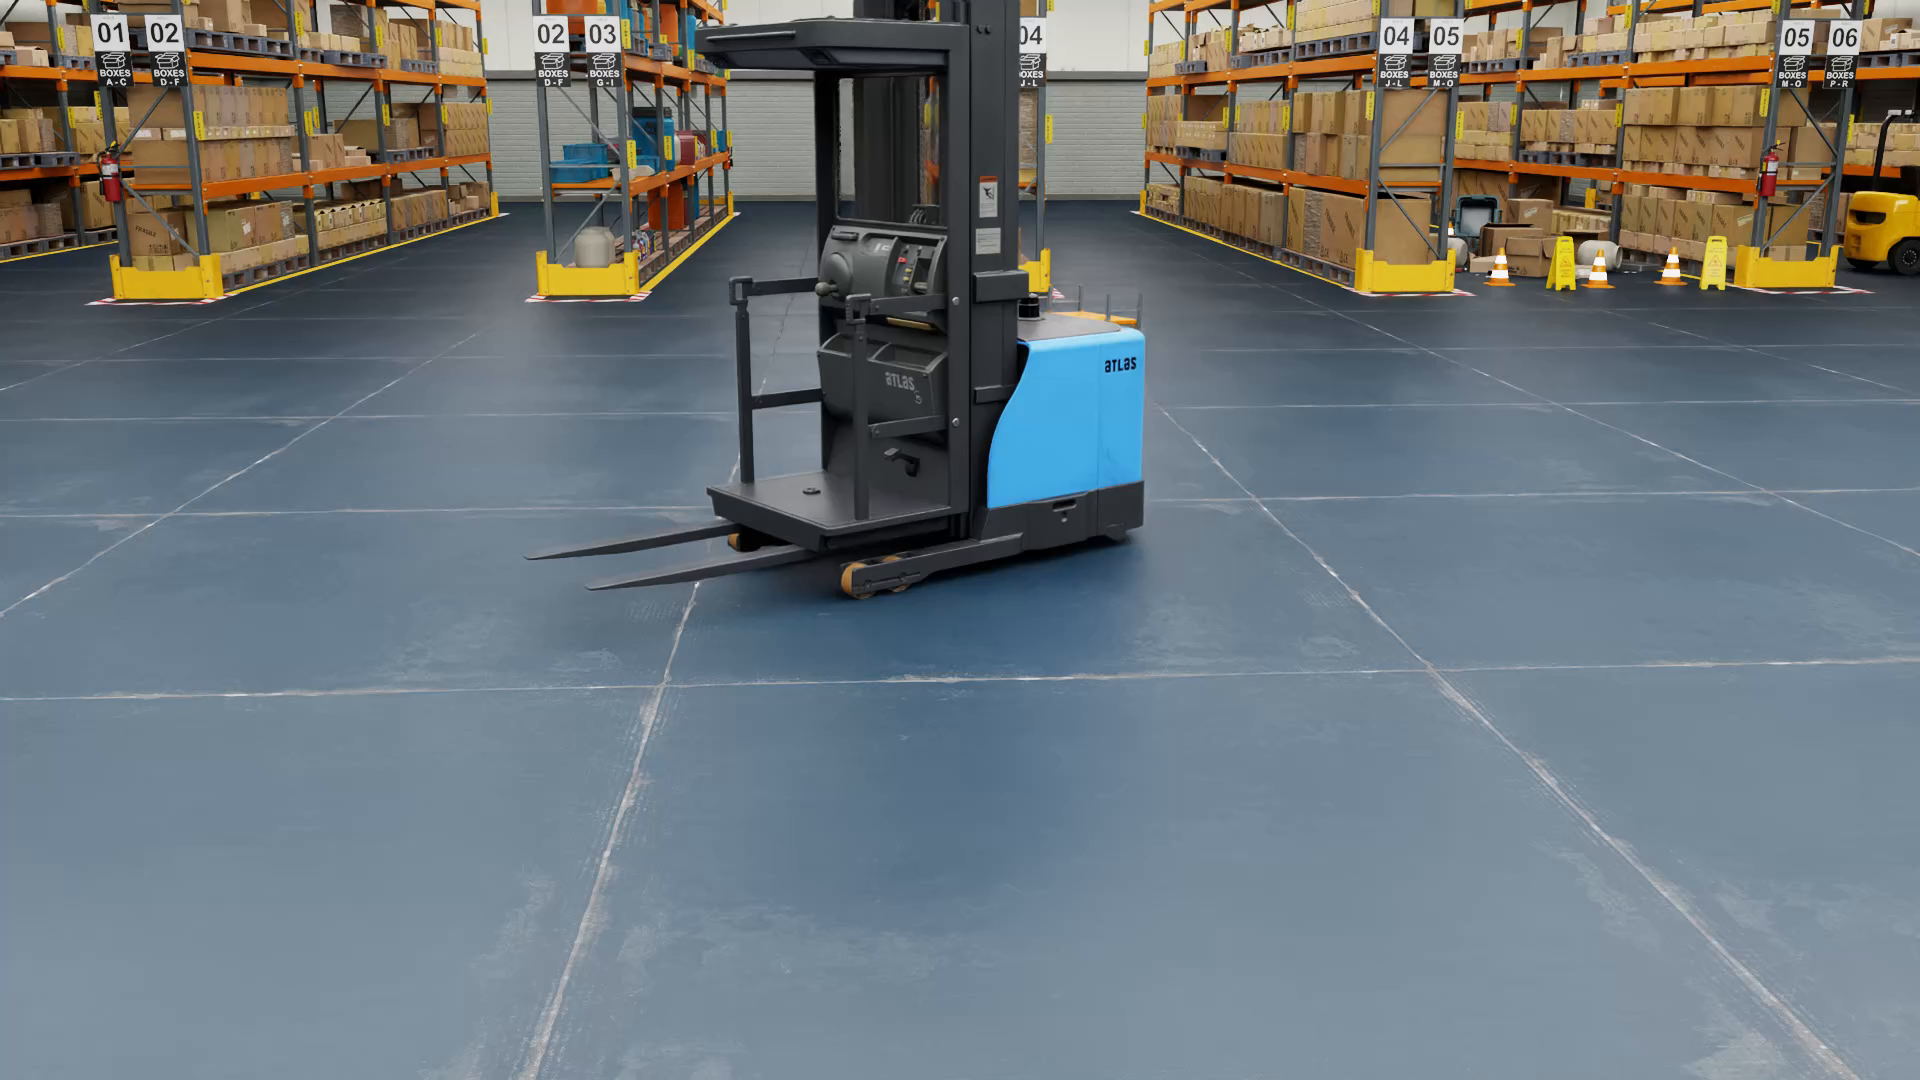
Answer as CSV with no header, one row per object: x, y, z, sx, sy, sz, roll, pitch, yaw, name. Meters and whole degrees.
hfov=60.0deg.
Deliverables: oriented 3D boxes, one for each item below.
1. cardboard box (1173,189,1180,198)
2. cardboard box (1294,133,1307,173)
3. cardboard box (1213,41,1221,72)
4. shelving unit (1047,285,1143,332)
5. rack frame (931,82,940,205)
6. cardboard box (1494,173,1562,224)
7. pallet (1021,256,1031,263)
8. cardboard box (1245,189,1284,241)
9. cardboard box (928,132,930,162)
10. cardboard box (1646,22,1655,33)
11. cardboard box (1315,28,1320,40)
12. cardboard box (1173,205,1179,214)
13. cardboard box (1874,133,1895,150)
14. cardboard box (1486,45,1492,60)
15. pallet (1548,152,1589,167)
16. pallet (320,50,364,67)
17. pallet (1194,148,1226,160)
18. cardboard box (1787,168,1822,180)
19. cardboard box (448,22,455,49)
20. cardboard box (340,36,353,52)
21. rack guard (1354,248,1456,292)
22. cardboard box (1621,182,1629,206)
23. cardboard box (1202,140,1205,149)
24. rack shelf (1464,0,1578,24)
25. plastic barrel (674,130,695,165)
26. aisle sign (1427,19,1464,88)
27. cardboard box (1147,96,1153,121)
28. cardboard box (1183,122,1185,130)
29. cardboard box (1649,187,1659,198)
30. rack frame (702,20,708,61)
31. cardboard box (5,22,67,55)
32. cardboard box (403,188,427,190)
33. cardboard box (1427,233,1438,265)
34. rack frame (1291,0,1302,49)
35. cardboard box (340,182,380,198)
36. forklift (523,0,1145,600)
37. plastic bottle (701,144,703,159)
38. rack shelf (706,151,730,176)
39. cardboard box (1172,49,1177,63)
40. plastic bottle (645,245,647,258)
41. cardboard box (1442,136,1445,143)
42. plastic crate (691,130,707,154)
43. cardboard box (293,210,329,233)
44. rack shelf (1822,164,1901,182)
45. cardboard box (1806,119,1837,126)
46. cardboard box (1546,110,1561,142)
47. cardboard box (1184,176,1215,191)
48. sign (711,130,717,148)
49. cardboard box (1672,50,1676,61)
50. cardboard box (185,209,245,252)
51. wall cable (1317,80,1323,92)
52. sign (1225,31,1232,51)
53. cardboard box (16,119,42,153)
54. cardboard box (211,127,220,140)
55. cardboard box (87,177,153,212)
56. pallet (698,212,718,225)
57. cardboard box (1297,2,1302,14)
4.389,-6.784,32.559,0.380,0.149,0.250,-1,14,-3,cardboard box
5.257,-5.518,23.650,0.875,0.550,0.550,-1,14,-3,cardboard box
4.641,-8.295,28.524,0.500,0.500,0.500,-1,14,-3,cardboard box
0.701,-0.758,9.042,0.258,1.200,0.503,-7,16,-35,shelving unit
0.017,-6.480,27.691,1.000,3.000,0.127,-1,14,-3,rack frame
9.948,-5.980,29.171,0.875,0.875,0.875,-1,14,-4,cardboard box
0.421,-3.664,22.343,1.003,0.211,1.213,-1,14,-3,pallet
5.038,-5.043,25.780,1.050,0.750,0.750,-1,14,-3,cardboard box
-0.286,-6.771,28.623,0.500,0.500,0.500,-1,14,-4,cardboard box
9.895,-7.208,23.404,0.380,0.149,0.250,0,14,-2,cardboard box
4.970,-6.770,22.262,0.380,0.149,0.250,-1,14,-4,cardboard box
4.362,-6.441,32.419,0.380,0.149,0.250,-1,14,-3,cardboard box
14.759,-6.258,26.128,0.500,0.250,0.500,-1,14,-2,cardboard box
9.474,-8.561,29.187,0.396,0.266,0.258,-1,14,-5,cardboard box
10.072,-6.048,26.399,1.003,0.211,1.213,-1,14,-3,pallet
-9.667,-7.244,25.019,1.003,0.211,1.213,0,14,-1,pallet
4.810,-6.930,29.826,1.003,0.211,1.213,-1,14,-3,pallet
10.589,-4.609,20.925,0.380,0.149,0.250,-1,14,-3,cardboard box
-10.113,-9.679,31.898,0.700,0.500,0.500,-1,14,-3,cardboard box
-9.735,-7.669,25.752,0.500,0.250,0.500,0,14,-2,cardboard box
5.471,-3.325,20.446,1.175,0.500,0.348,-1,14,-3,rack guard
14.324,-7.326,35.153,0.700,0.500,0.500,0,14,-1,cardboard box
4.443,-6.916,29.049,0.380,0.149,0.250,-1,14,-4,cardboard box
9.784,-9.493,29.611,1.077,0.370,4.000,-1,14,-3,rack shelf
-4.595,-6.358,26.947,0.600,0.536,0.708,-1,14,-3,plastic barrel
5.773,-5.788,19.784,0.394,0.787,0.004,-1,14,-3,aisle sign
4.241,-9.082,35.000,0.500,0.500,0.500,-1,14,-4,cardboard box
4.328,-7.658,30.737,0.380,0.149,0.250,-1,14,-3,cardboard box
9.905,-4.876,23.328,0.380,0.149,0.250,0,14,-1,cardboard box
-5.174,-10.304,30.513,1.000,3.000,0.127,-1,14,-3,rack frame
-14.901,-8.082,26.815,0.700,0.500,0.500,-2,15,-8,cardboard box
-10.436,-6.462,31.757,0.500,0.500,0.500,-1,14,-3,cardboard box
6.342,-3.957,22.897,0.500,0.500,0.500,2,15,6,cardboard box
5.222,-8.442,23.277,1.000,3.000,0.127,-1,14,-3,rack frame
-10.170,-5.936,28.208,0.500,0.250,0.500,0,14,-1,cardboard box
-0.534,-1.299,7.692,3.031,2.935,1.130,-11,18,-36,forklift
-4.804,-7.154,30.561,0.152,0.276,0.135,-1,14,-3,plastic bottle
-5.298,-7.547,33.283,1.077,0.370,4.000,-1,14,-3,rack shelf
4.423,-9.389,32.275,0.500,0.250,0.500,-1,15,-6,cardboard box
-4.278,-3.913,22.449,0.097,0.201,0.097,0,14,0,plastic bottle
9.406,-7.683,31.666,0.500,0.250,0.500,-1,14,-5,cardboard box
-4.979,-7.684,32.123,0.402,0.464,0.583,-1,14,-3,plastic crate
-9.399,-4.583,23.869,0.500,0.311,0.500,-1,14,-3,cardboard box
14.986,-5.865,26.744,1.077,0.370,4.000,-1,14,-3,rack shelf
14.986,-7.093,29.029,0.500,0.500,0.500,0,14,-1,cardboard box
9.784,-6.652,26.719,0.500,0.500,0.500,-1,14,-2,cardboard box
4.508,-6.694,31.193,0.500,0.250,0.500,-2,15,-6,cardboard box
-4.625,-7.540,31.257,0.100,0.325,0.005,-1,14,-3,sign
9.998,-6.632,22.768,0.380,0.149,0.250,-1,14,-5,cardboard box
-9.219,-3.834,20.579,0.500,0.500,0.500,-1,14,-3,cardboard box
9.040,-10.532,41.337,0.585,1.953,0.123,-1,14,-3,wall cable
4.432,-8.226,27.422,0.100,0.325,0.005,-1,14,-3,sign
-14.713,-6.257,25.740,0.700,0.500,0.500,-2,15,-9,cardboard box
-9.217,-4.929,20.163,0.380,0.149,0.250,-1,14,-3,cardboard box
-14.834,-6.027,29.402,0.750,0.750,0.750,0,14,-2,cardboard box
-5.258,-6.230,32.316,1.003,0.211,1.213,-1,14,-3,pallet
4.905,-7.410,23.146,0.380,0.149,0.250,-1,14,-3,cardboard box
